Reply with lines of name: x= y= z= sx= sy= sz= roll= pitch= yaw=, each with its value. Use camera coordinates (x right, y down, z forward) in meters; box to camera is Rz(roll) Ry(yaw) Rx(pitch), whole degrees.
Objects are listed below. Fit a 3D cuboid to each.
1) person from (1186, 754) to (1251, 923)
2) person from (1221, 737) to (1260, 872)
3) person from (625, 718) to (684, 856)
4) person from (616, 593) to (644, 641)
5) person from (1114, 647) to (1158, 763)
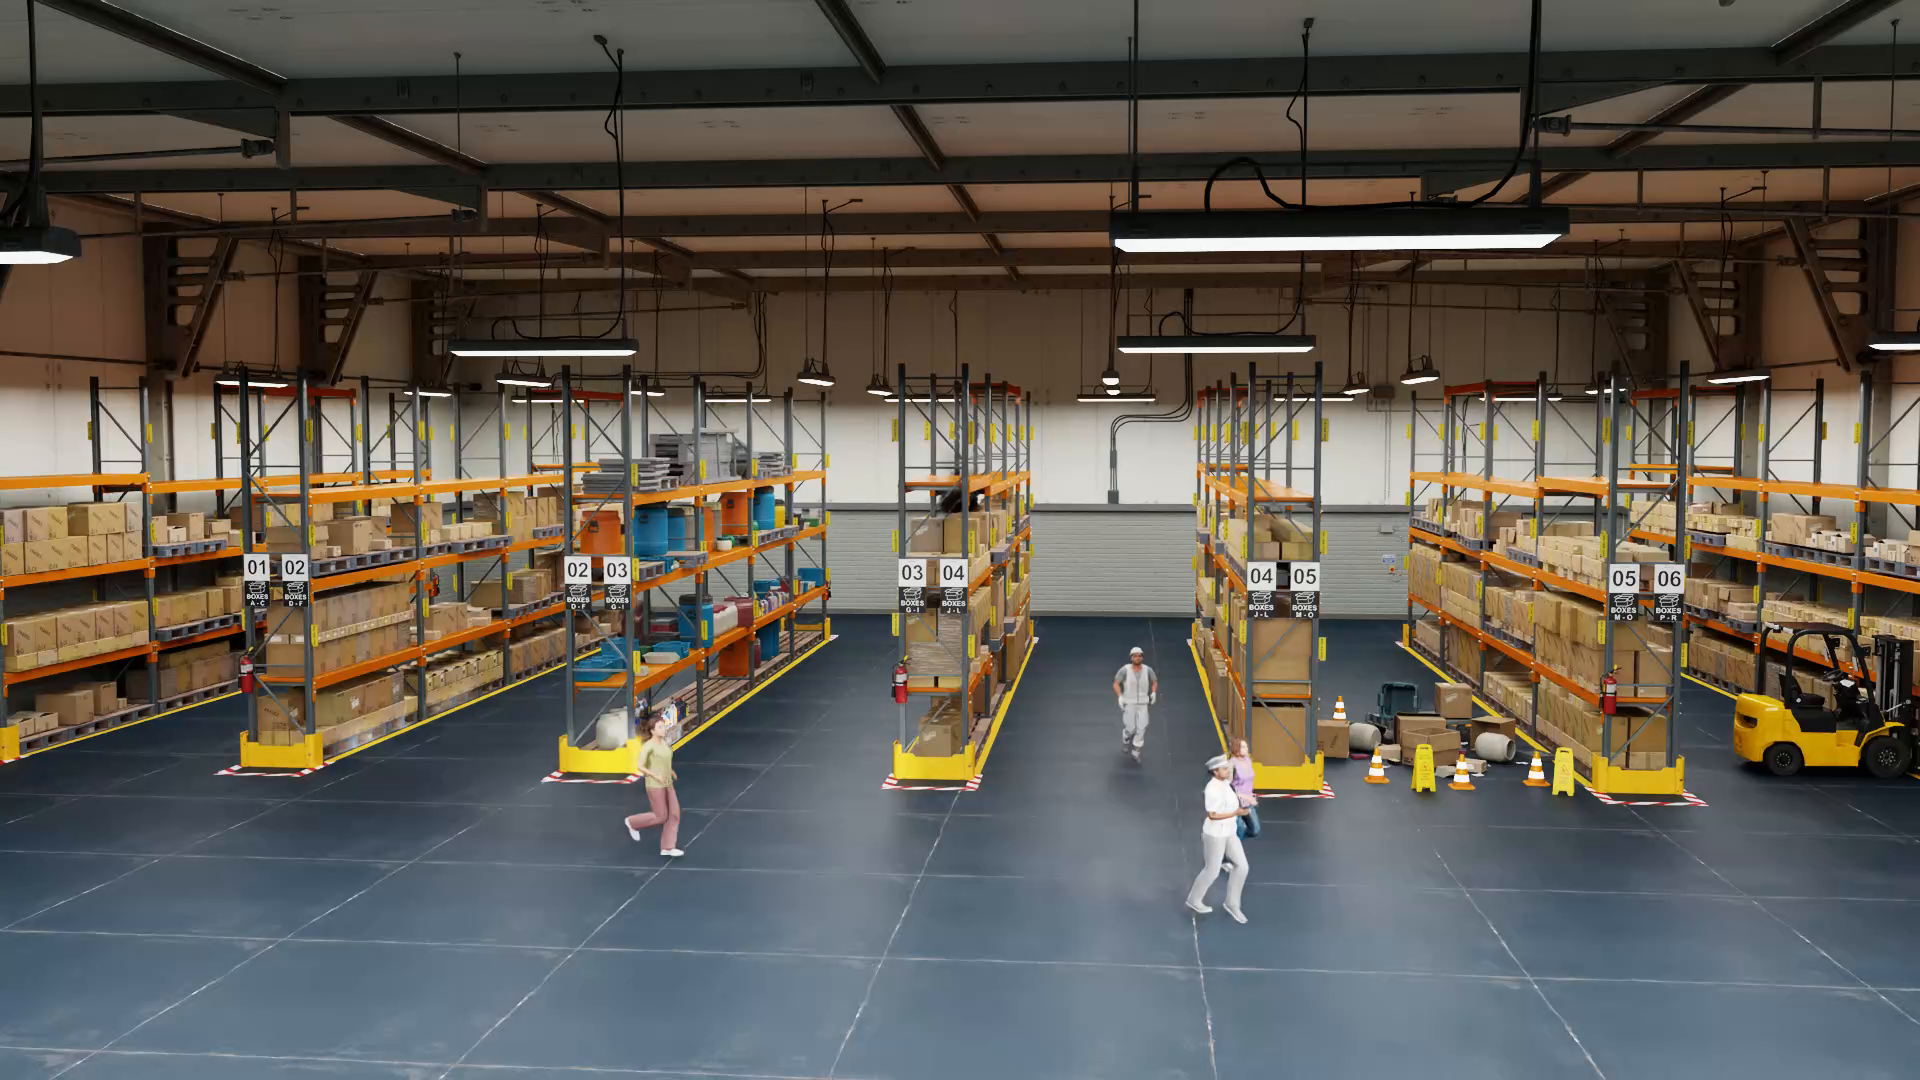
person: x=2.675 y=3.061 z=17.085 sx=0.714 sy=1.756 sz=0.556 roll=3 pitch=5 yaw=37
person: x=3.197 y=2.999 z=18.941 sx=0.566 sy=1.485 sz=0.602 roll=-3 pitch=5 yaw=-42
person: x=-3.600 y=2.919 z=19.746 sx=0.776 sy=1.637 sz=0.579 roll=2 pitch=4 yaw=24
person: x=-6.897 y=1.882 z=35.007 sx=0.720 sy=1.746 sz=0.913 roll=0 pitch=4 yaw=-1
person: x=2.697 y=2.501 z=25.404 sx=0.677 sy=1.754 sz=0.593 roll=0 pitch=4 yaw=-6
